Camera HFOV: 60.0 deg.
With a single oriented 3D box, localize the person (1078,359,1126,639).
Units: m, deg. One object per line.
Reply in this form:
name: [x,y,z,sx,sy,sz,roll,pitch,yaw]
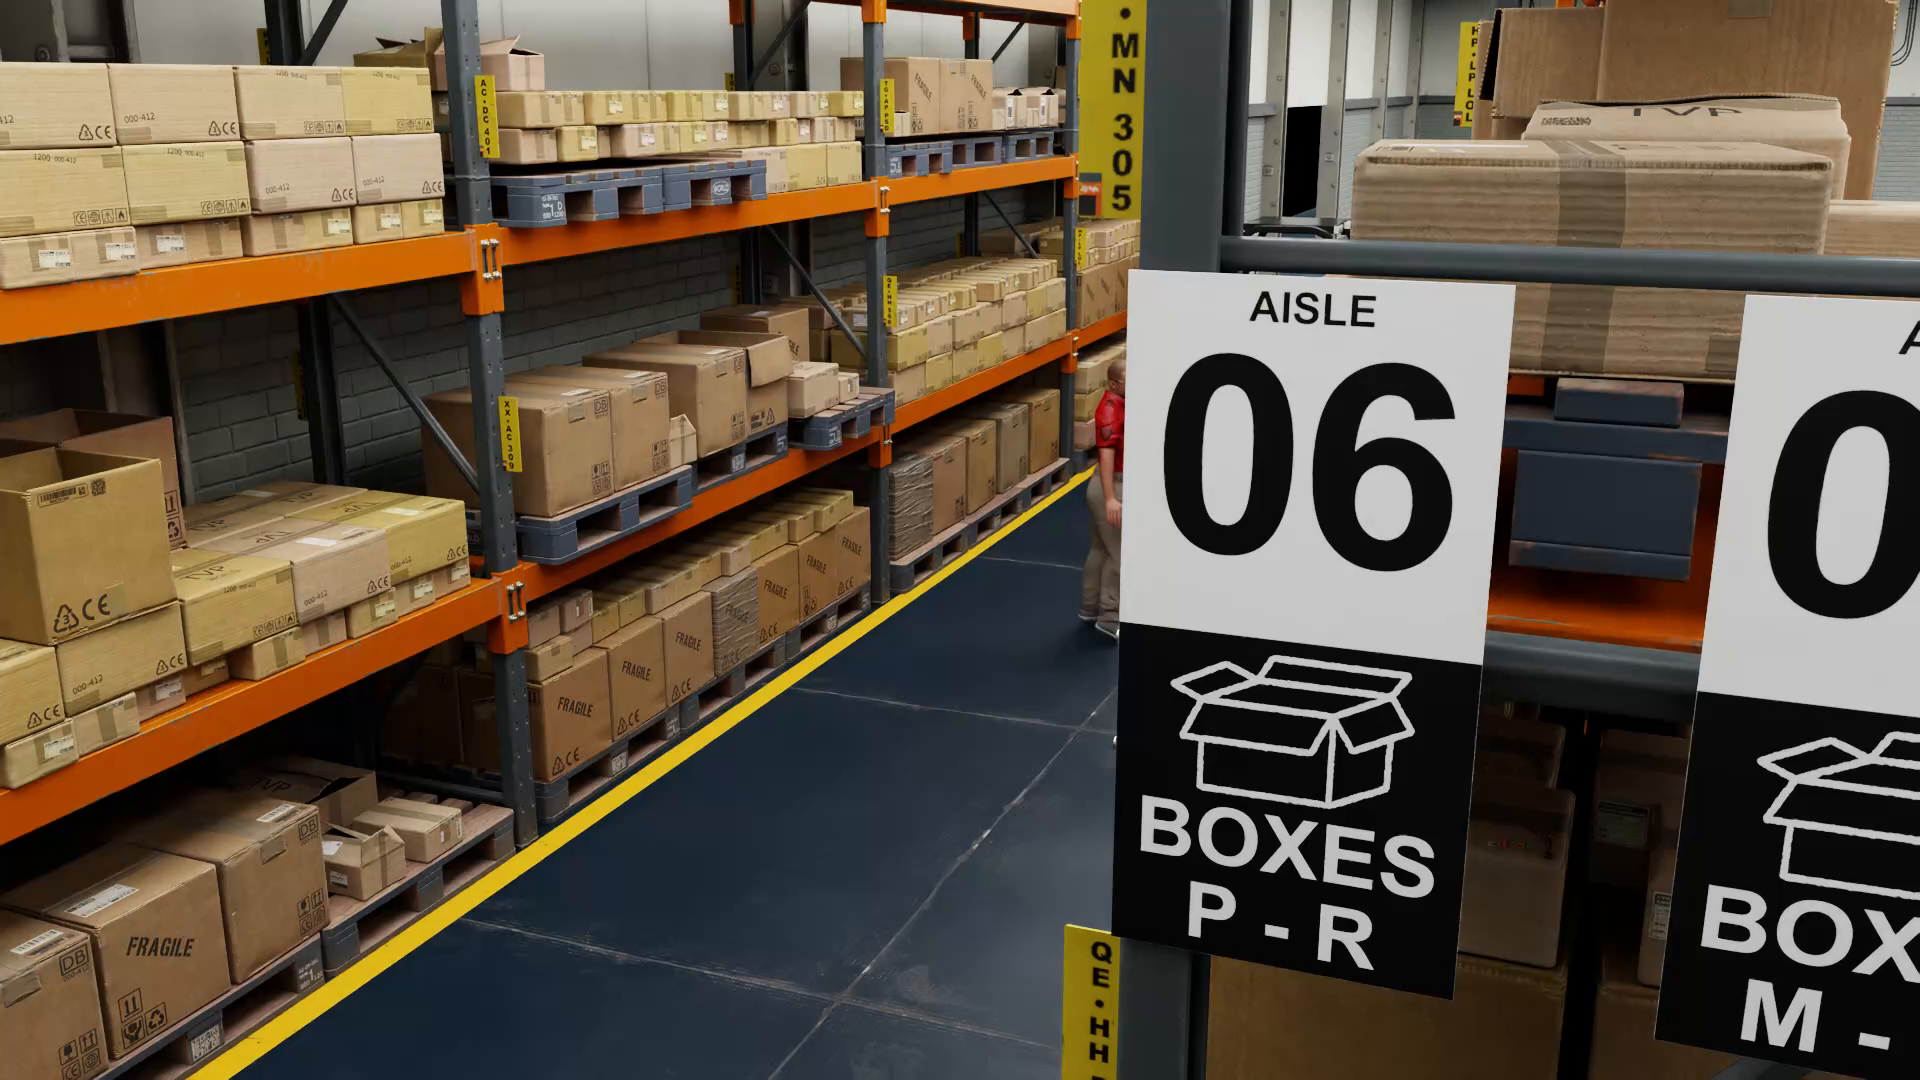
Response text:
person: [0.966,-0.241,10.412,0.433,1.766,0.689,2,15,7]
